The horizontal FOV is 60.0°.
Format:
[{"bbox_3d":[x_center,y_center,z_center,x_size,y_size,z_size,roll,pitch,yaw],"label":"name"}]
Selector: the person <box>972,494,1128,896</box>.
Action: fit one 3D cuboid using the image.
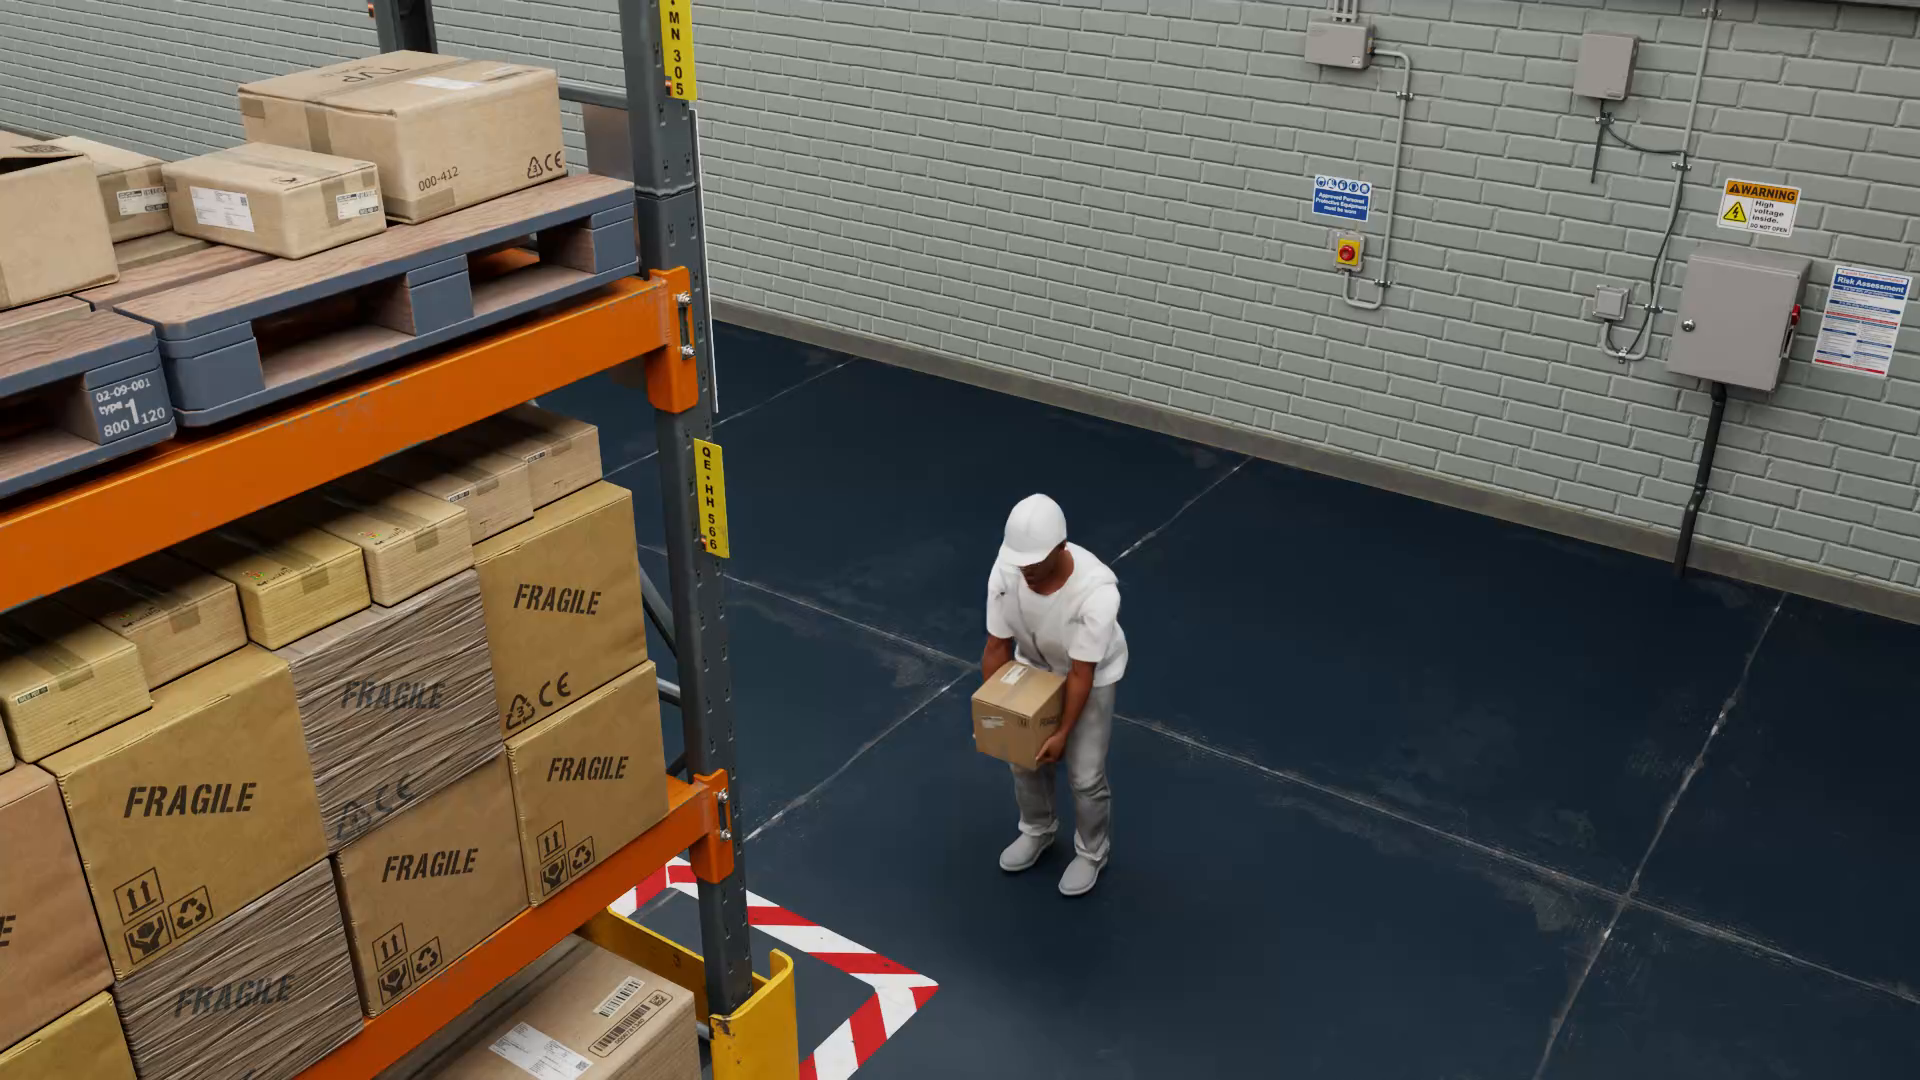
[{"bbox_3d":[0.339,0.556,6.068,0.488,1.693,0.636,17,31,30],"label":"person"}]
